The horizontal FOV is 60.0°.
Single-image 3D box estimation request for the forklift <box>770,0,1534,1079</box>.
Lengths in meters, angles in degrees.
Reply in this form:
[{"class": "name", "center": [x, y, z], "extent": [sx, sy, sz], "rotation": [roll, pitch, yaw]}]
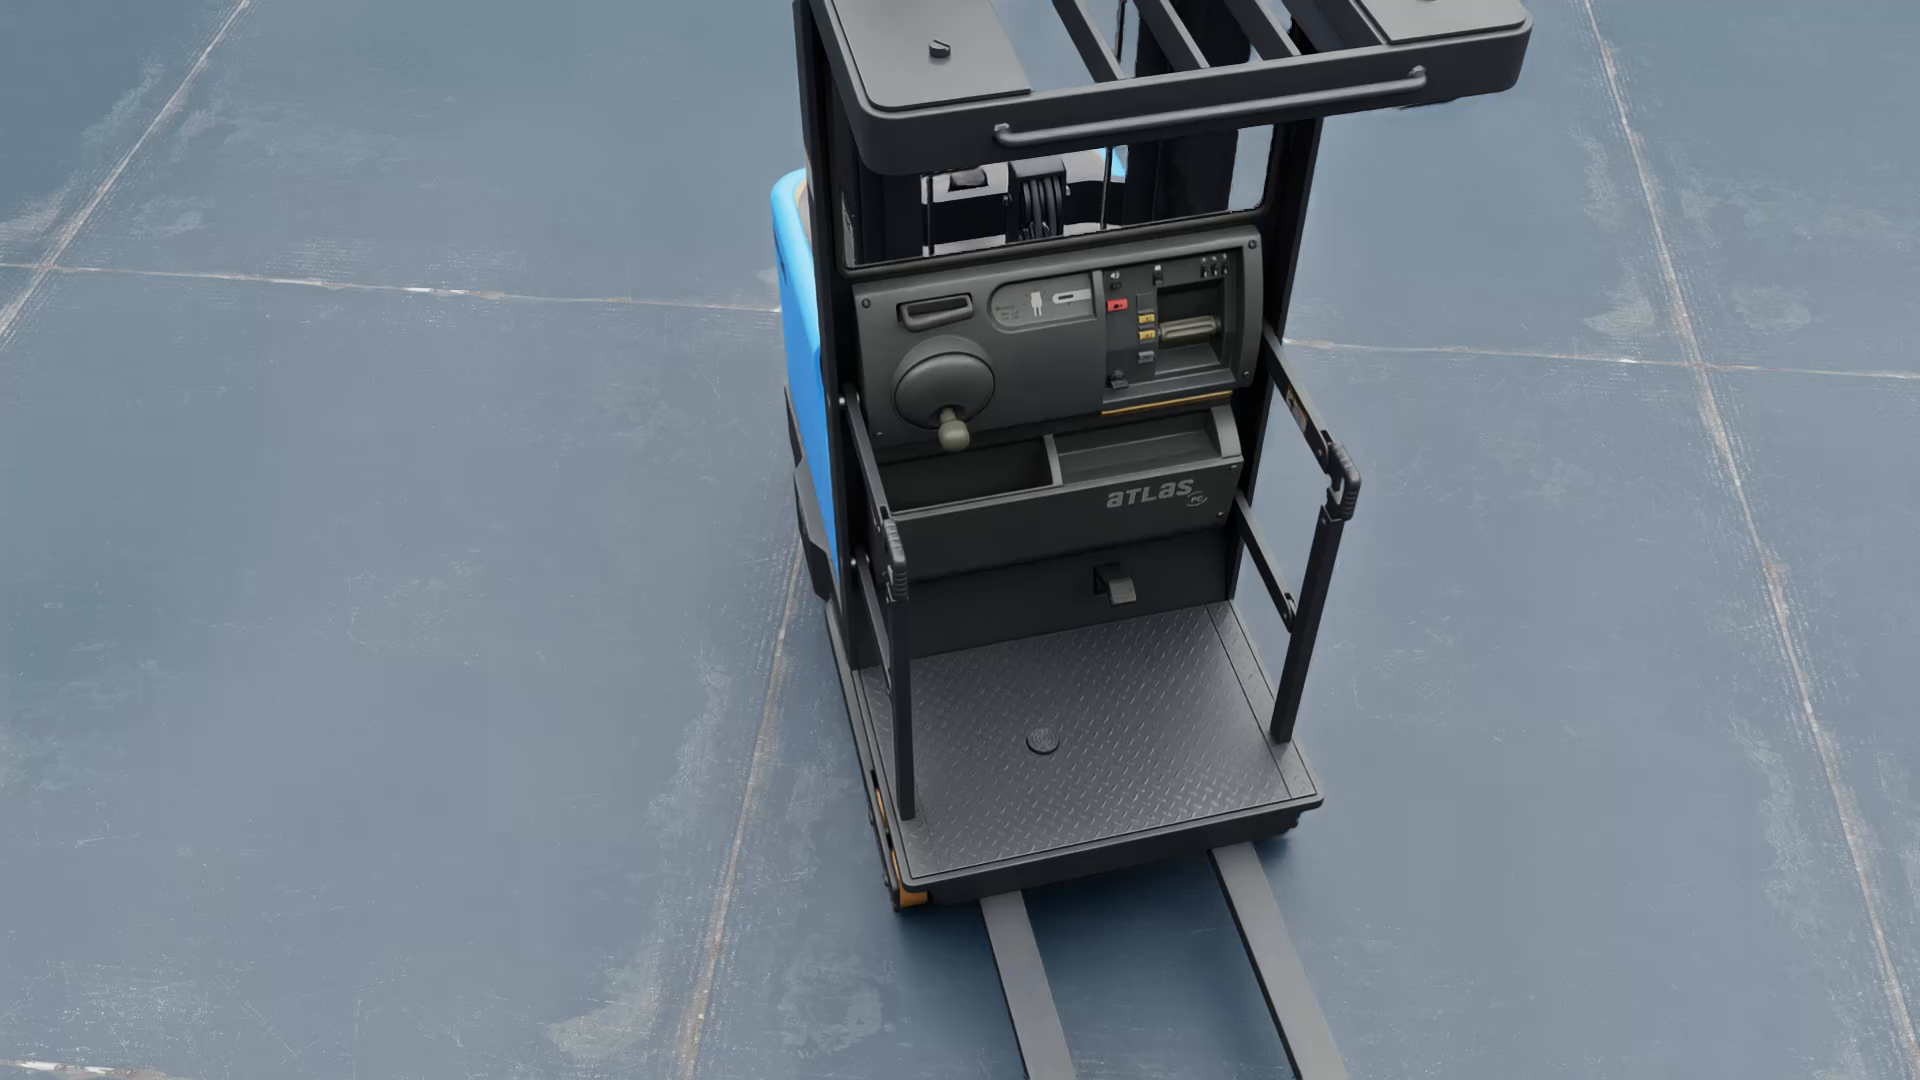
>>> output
[{"class": "forklift", "center": [0.283, -0.347, 3.581], "extent": [1.130, 2.935, 3.031], "rotation": [-10, 48, -9]}]
